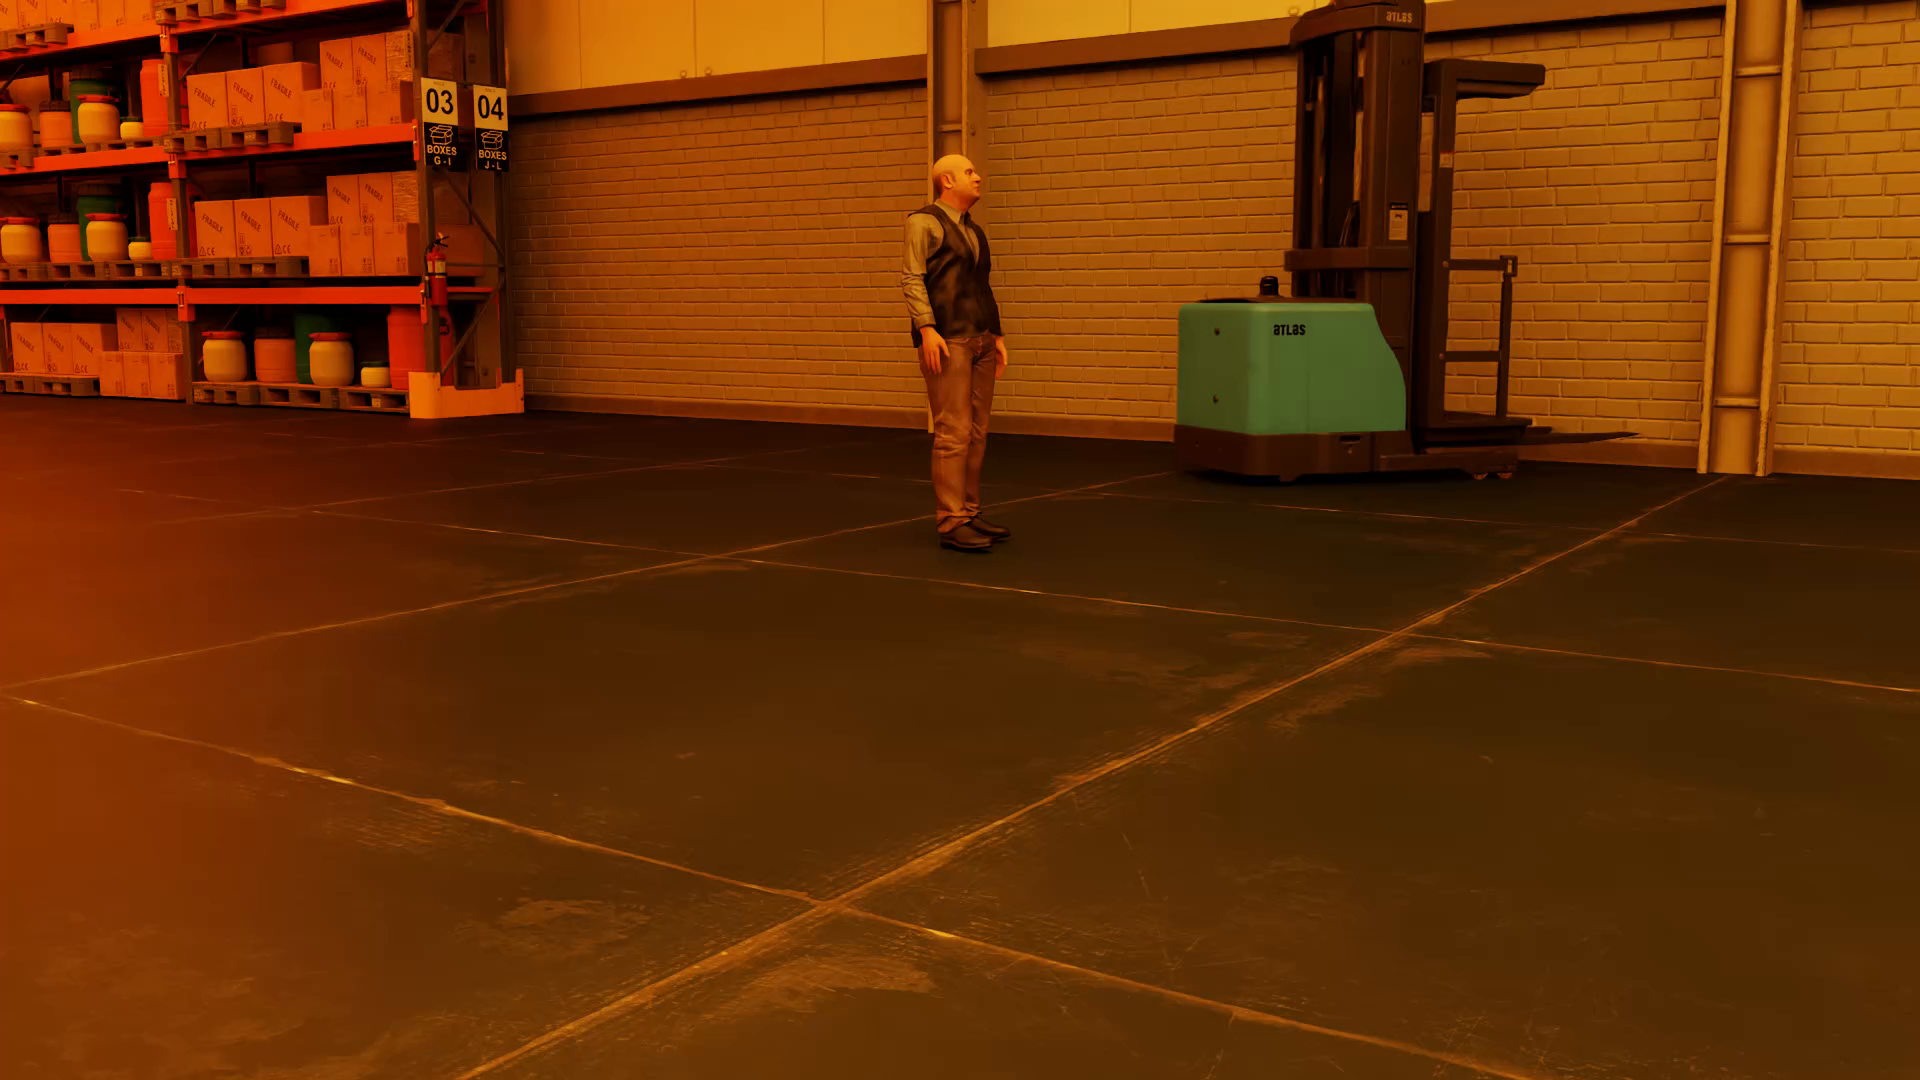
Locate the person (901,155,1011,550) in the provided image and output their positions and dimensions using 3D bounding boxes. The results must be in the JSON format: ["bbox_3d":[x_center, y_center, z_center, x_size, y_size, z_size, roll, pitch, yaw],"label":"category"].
[{"bbox_3d":[0.047,-0.854,7.440,0.568,1.720,0.632,5,10,34],"label":"person"}]

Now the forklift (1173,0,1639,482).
[{"bbox_3d":[2.930,-1.895,10.519,3.031,2.935,1.130,-3,9,-21],"label":"forklift"}]
